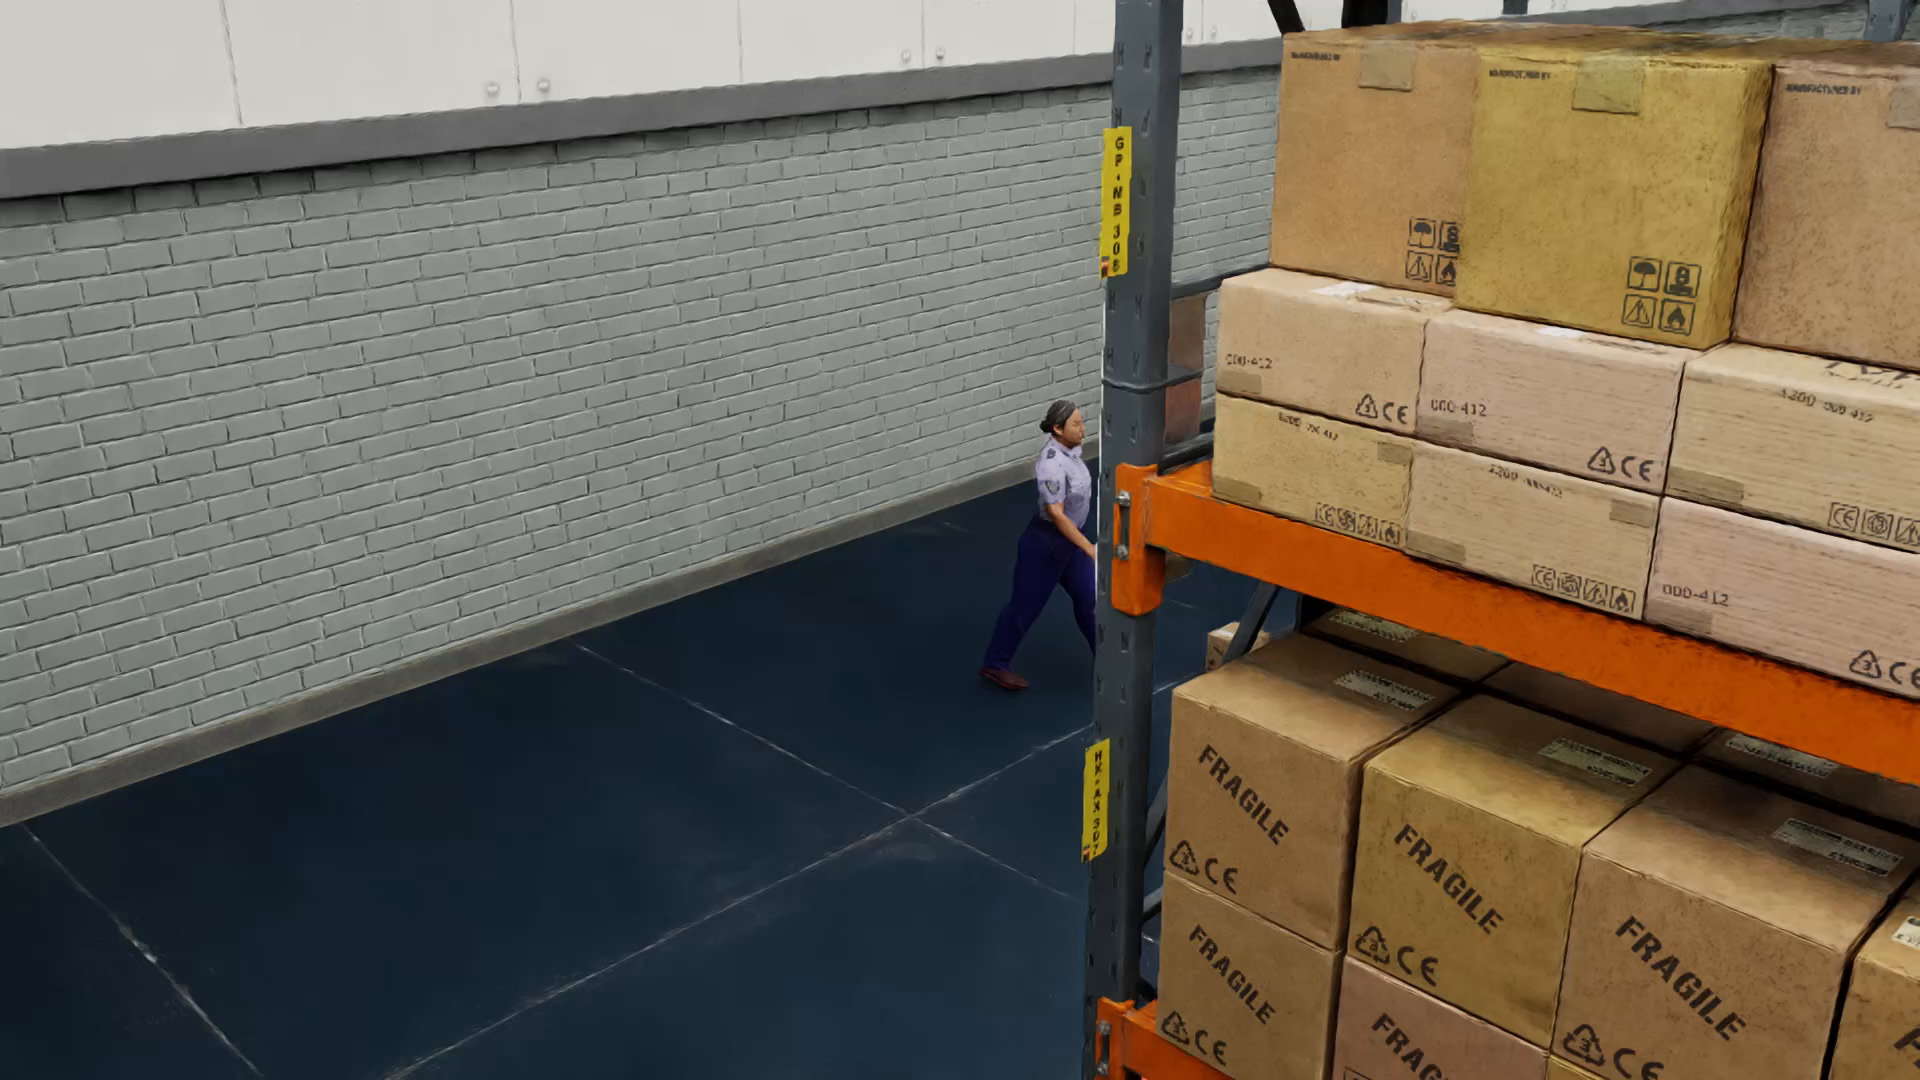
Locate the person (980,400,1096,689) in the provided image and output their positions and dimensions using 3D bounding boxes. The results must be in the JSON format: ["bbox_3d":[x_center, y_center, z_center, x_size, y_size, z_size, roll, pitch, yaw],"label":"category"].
[{"bbox_3d":[0.607,0.020,9.035,0.940,1.603,0.629,6,22,16],"label":"person"}]
